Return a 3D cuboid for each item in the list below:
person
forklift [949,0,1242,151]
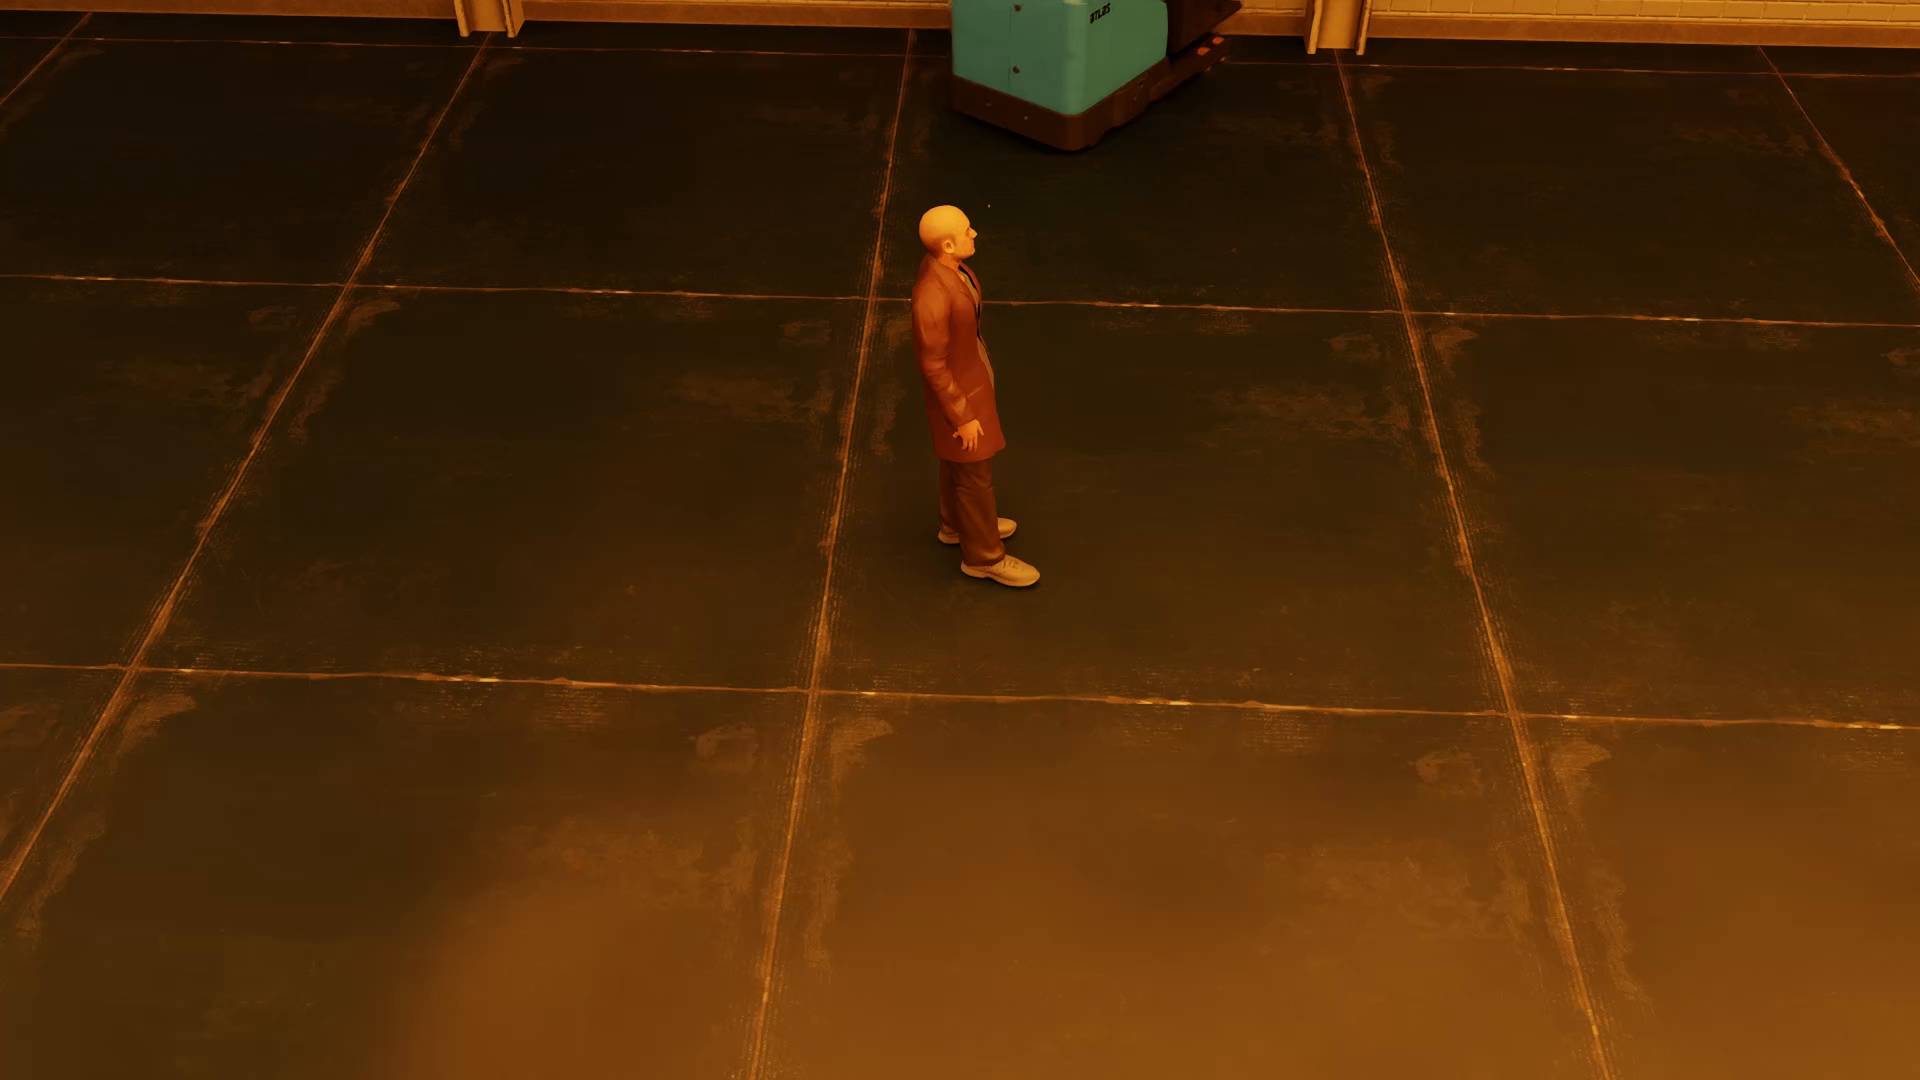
[{"bbox_3d":[0.090,-0.656,7.305,0.582,1.776,0.696,2,42,2],"label":"person"},{"bbox_3d":[1.224,-4.482,10.652,1.130,2.935,3.031,27,49,27],"label":"forklift"}]
